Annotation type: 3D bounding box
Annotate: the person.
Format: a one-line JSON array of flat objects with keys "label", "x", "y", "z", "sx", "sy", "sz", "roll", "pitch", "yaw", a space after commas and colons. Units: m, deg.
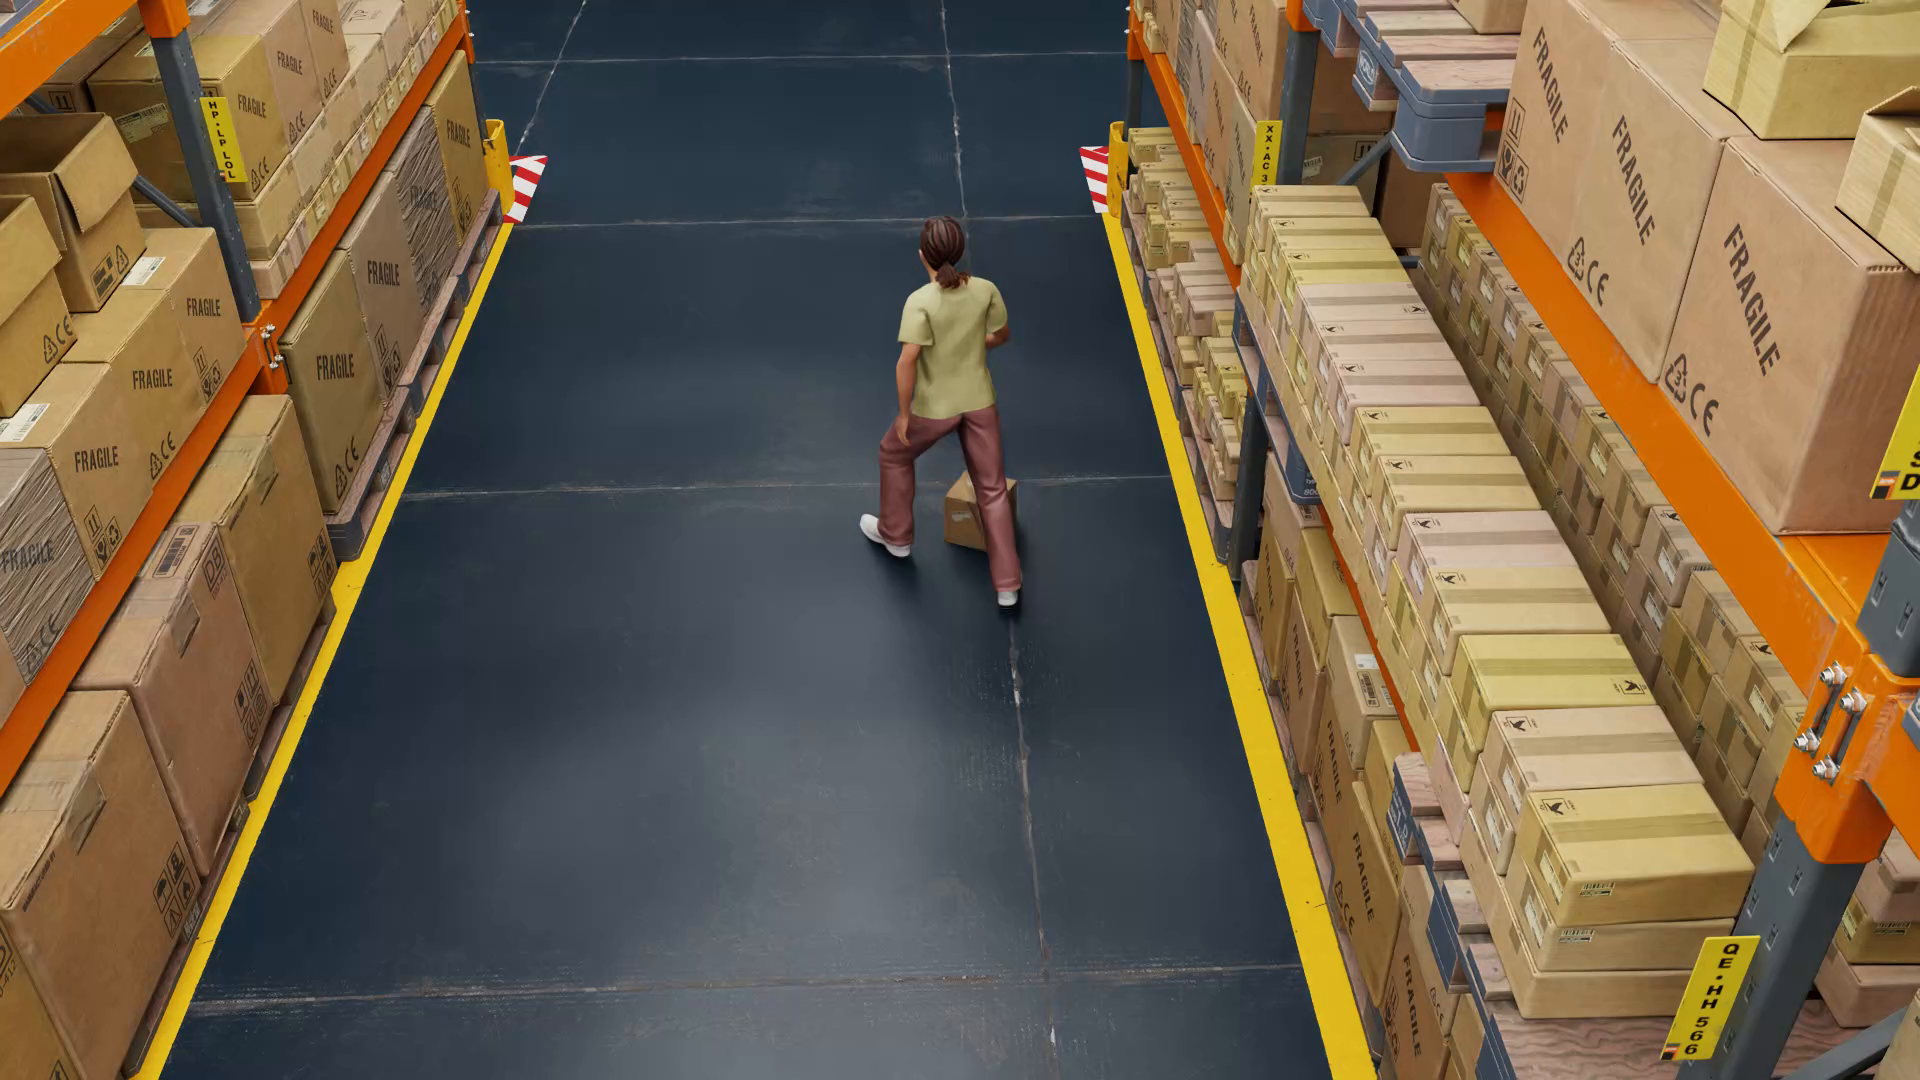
[{"label": "person", "x": -0.043, "y": -0.540, "z": 6.935, "sx": 0.612, "sy": 1.605, "sz": 0.814, "roll": -12, "pitch": 37, "yaw": -16}]
